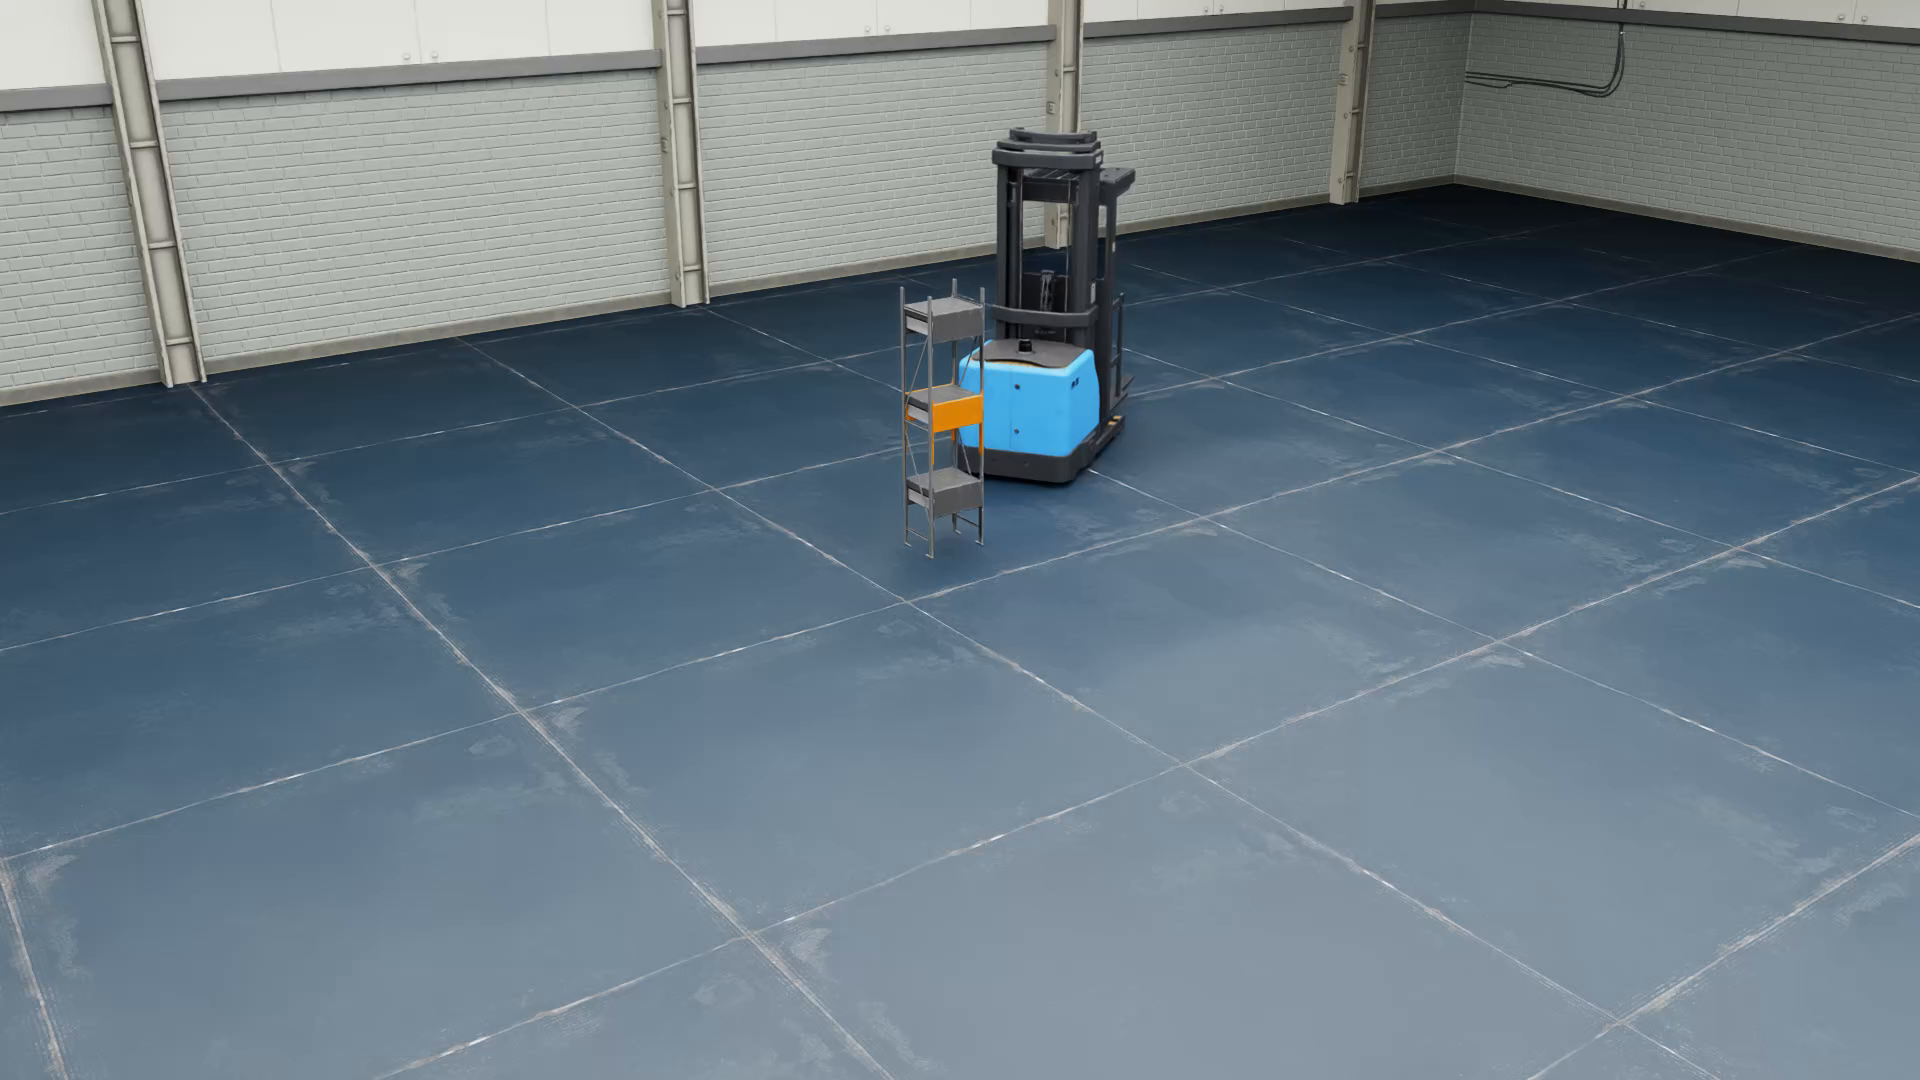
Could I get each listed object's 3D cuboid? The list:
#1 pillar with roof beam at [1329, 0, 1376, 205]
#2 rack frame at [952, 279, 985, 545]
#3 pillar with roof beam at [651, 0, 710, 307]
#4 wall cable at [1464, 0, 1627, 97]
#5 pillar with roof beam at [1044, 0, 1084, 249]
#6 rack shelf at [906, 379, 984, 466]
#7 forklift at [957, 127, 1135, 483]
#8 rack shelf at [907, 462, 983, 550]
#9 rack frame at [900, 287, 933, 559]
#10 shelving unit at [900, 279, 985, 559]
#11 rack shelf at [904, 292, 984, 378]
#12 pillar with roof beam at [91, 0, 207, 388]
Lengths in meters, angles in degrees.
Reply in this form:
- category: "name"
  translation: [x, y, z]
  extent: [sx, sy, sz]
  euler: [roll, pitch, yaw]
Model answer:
- category: "pillar with roof beam"
  translation: [8.852, -8.474, 22.585]
  extent: [0.400, 9.000, 9.100]
  euler: [-15, 26, -33]
- category: "rack frame"
  translation: [0.064, -0.992, 13.144]
  extent: [0.015, 2.100, 0.400]
  euler: [-15, 26, -33]
- category: "pillar with roof beam"
  translation: [-0.889, -5.877, 16.076]
  extent: [0.400, 9.000, 9.100]
  euler: [-15, 26, -33]
- category: "wall cable"
  translation: [9.501, -8.567, 27.007]
  extent: [0.112, 2.526, 3.097]
  euler: [-15, 26, -33]
- category: "pillar with roof beam"
  translation: [3.981, -7.175, 19.331]
  extent: [0.400, 9.000, 9.100]
  euler: [-15, 26, -33]
- category: "rack shelf"
  translation: [-0.134, -0.927, 13.017]
  extent: [0.480, 0.518, 0.431]
  euler: [-15, 26, -33]
- category: "forklift"
  translation: [0.961, -2.378, 15.494]
  extent: [1.130, 2.935, 3.031]
  euler: [8, 23, 19]
- category: "rack shelf"
  translation: [-0.134, -0.277, 13.276]
  extent: [0.480, 0.518, 0.431]
  euler: [-15, 26, -33]
- category: "rack frame"
  translation: [-0.332, -0.887, 12.880]
  extent: [0.015, 2.100, 0.400]
  euler: [-15, 26, -33]
- category: "shelving unit"
  translation: [-0.134, -0.939, 13.012]
  extent: [0.503, 2.100, 0.431]
  euler: [-15, 26, -33]
- category: "rack shelf"
  translation: [-0.134, -1.577, 12.758]
  extent: [0.480, 0.518, 0.431]
  euler: [-15, 26, -33]
- category: "pillar with roof beam"
  translation: [-5.760, -4.578, 12.821]
  extent: [0.400, 9.000, 9.100]
  euler: [-15, 26, -33]
